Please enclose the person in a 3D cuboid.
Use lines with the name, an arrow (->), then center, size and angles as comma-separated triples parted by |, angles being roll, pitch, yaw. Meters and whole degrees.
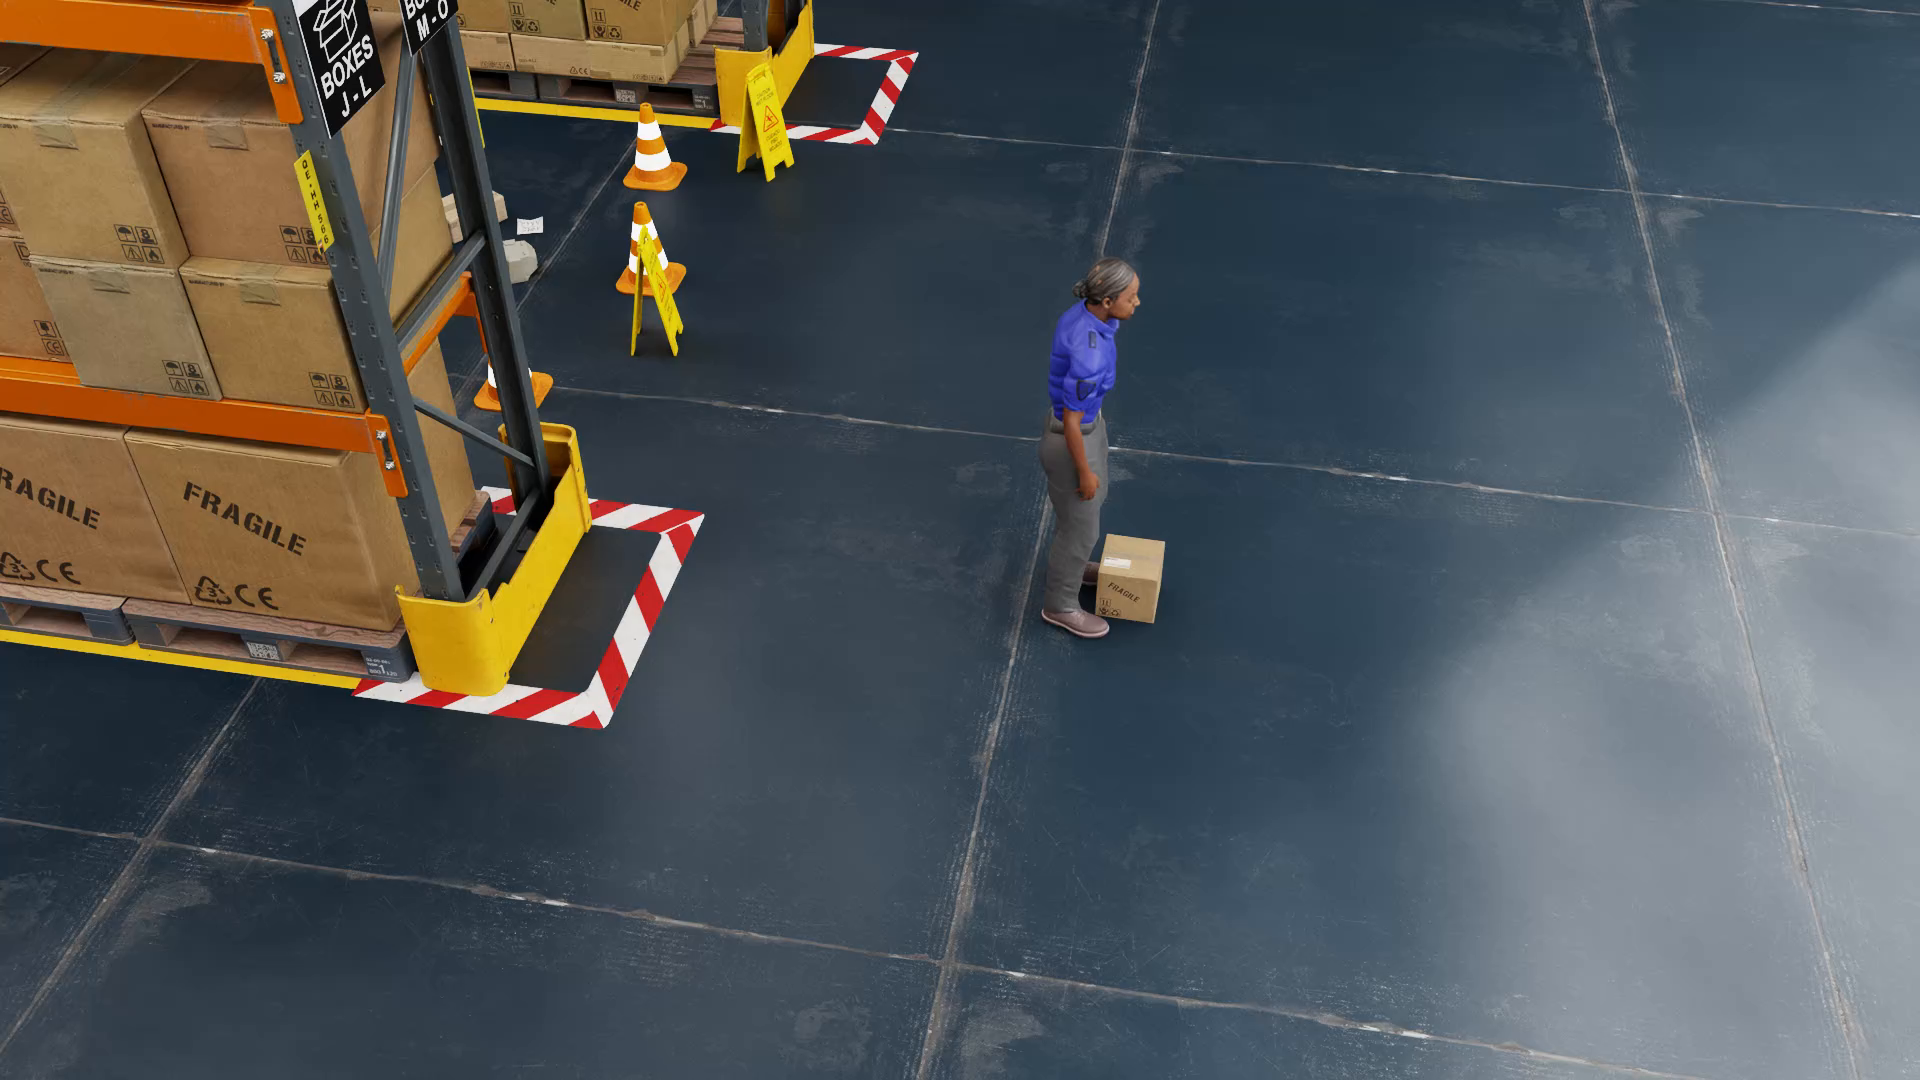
person -> 0.494, -0.387, 6.610 | 0.351, 1.655, 0.521 | 6, 41, 6
